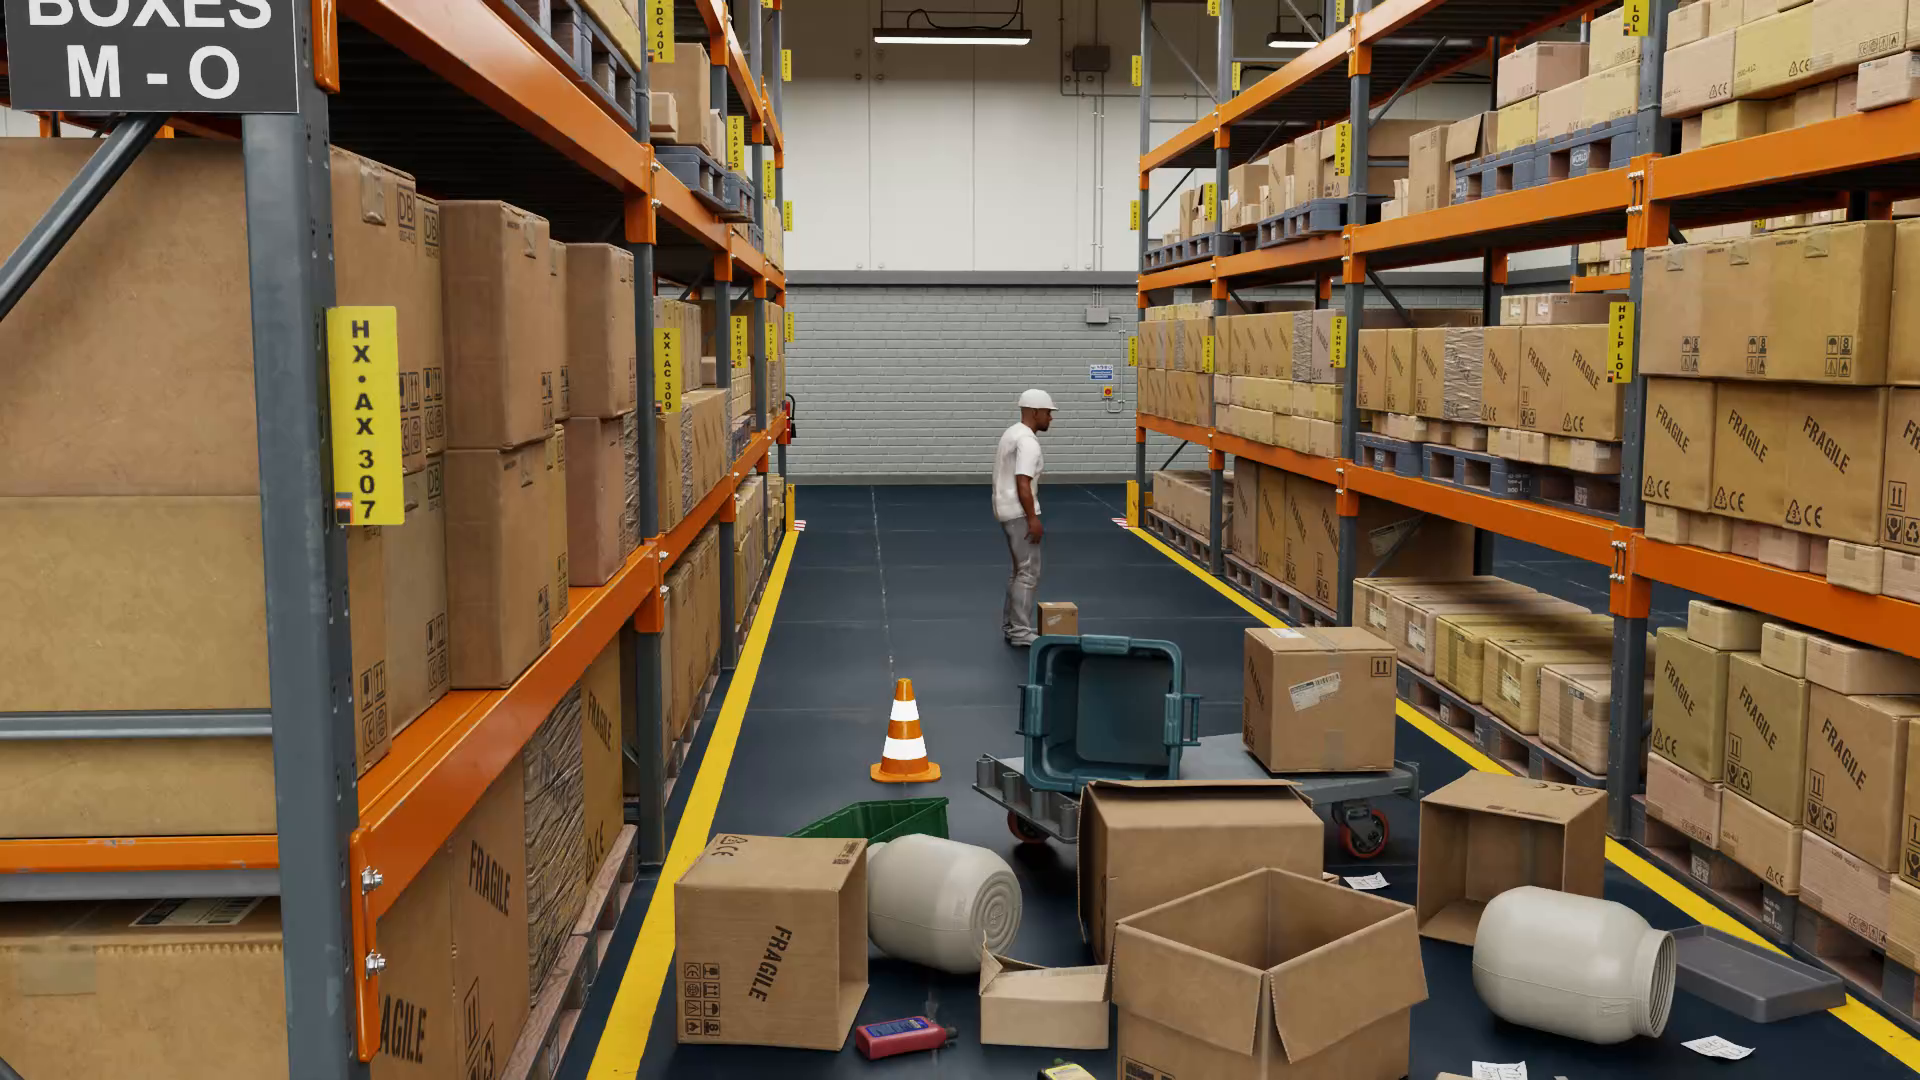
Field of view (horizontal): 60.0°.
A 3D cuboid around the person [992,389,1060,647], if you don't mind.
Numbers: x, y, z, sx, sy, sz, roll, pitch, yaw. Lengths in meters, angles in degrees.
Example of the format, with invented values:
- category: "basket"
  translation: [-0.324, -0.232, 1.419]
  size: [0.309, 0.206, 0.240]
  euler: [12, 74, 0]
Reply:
- category: "person"
  translation: [0.461, -0.165, 11.550]
  size: [0.462, 1.760, 0.635]
  euler: [-1, 7, -5]
